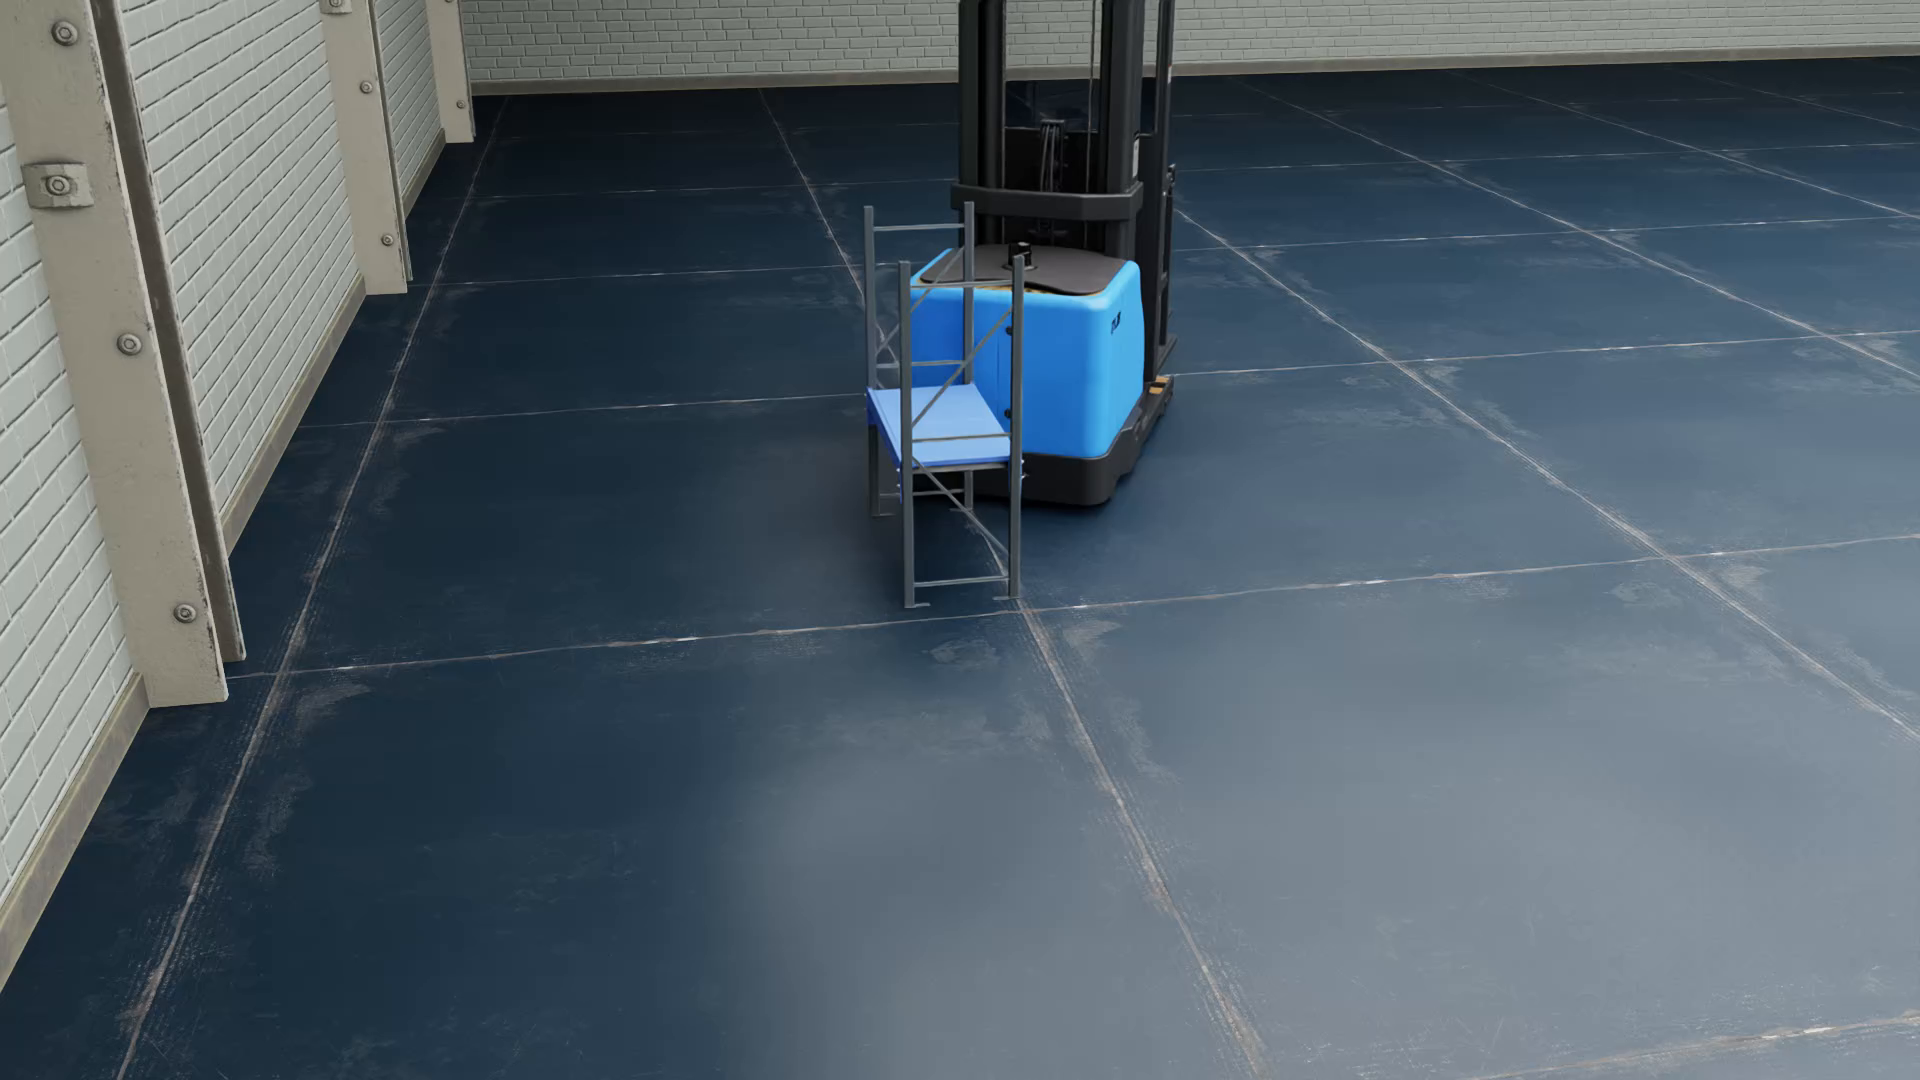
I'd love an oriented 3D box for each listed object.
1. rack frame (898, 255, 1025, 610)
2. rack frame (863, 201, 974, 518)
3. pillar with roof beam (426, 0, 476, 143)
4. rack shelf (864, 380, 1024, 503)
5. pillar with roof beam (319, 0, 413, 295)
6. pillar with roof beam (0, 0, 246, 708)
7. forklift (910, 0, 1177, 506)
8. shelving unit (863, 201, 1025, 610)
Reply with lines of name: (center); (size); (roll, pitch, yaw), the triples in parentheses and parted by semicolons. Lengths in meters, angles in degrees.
rack frame: (0.006, -0.416, 6.830); (0.500, 1.500, 0.032); (-4, 24, -10)
rack frame: (-0.185, -0.816, 7.745); (0.500, 1.500, 0.032); (-4, 24, -10)
pillar with roof beam: (-0.977, -8.614, 16.230); (9.100, 9.000, 0.400); (-4, 24, -10)
rack shelf: (-0.089, -0.451, 7.359); (0.538, 0.185, 1.000); (-4, 24, -10)
pillar with roof beam: (0.132, -6.254, 10.826); (9.100, 9.000, 0.400); (-4, 24, -10)
pillar with roof beam: (1.242, -3.894, 5.423); (9.100, 9.000, 0.400); (-4, 24, -10)
forklift: (0.597, -2.071, 8.830); (1.130, 2.935, 3.031); (7, 24, 15)
shelving unit: (-0.089, -0.616, 7.287); (0.538, 1.500, 1.048); (-4, 24, -10)
